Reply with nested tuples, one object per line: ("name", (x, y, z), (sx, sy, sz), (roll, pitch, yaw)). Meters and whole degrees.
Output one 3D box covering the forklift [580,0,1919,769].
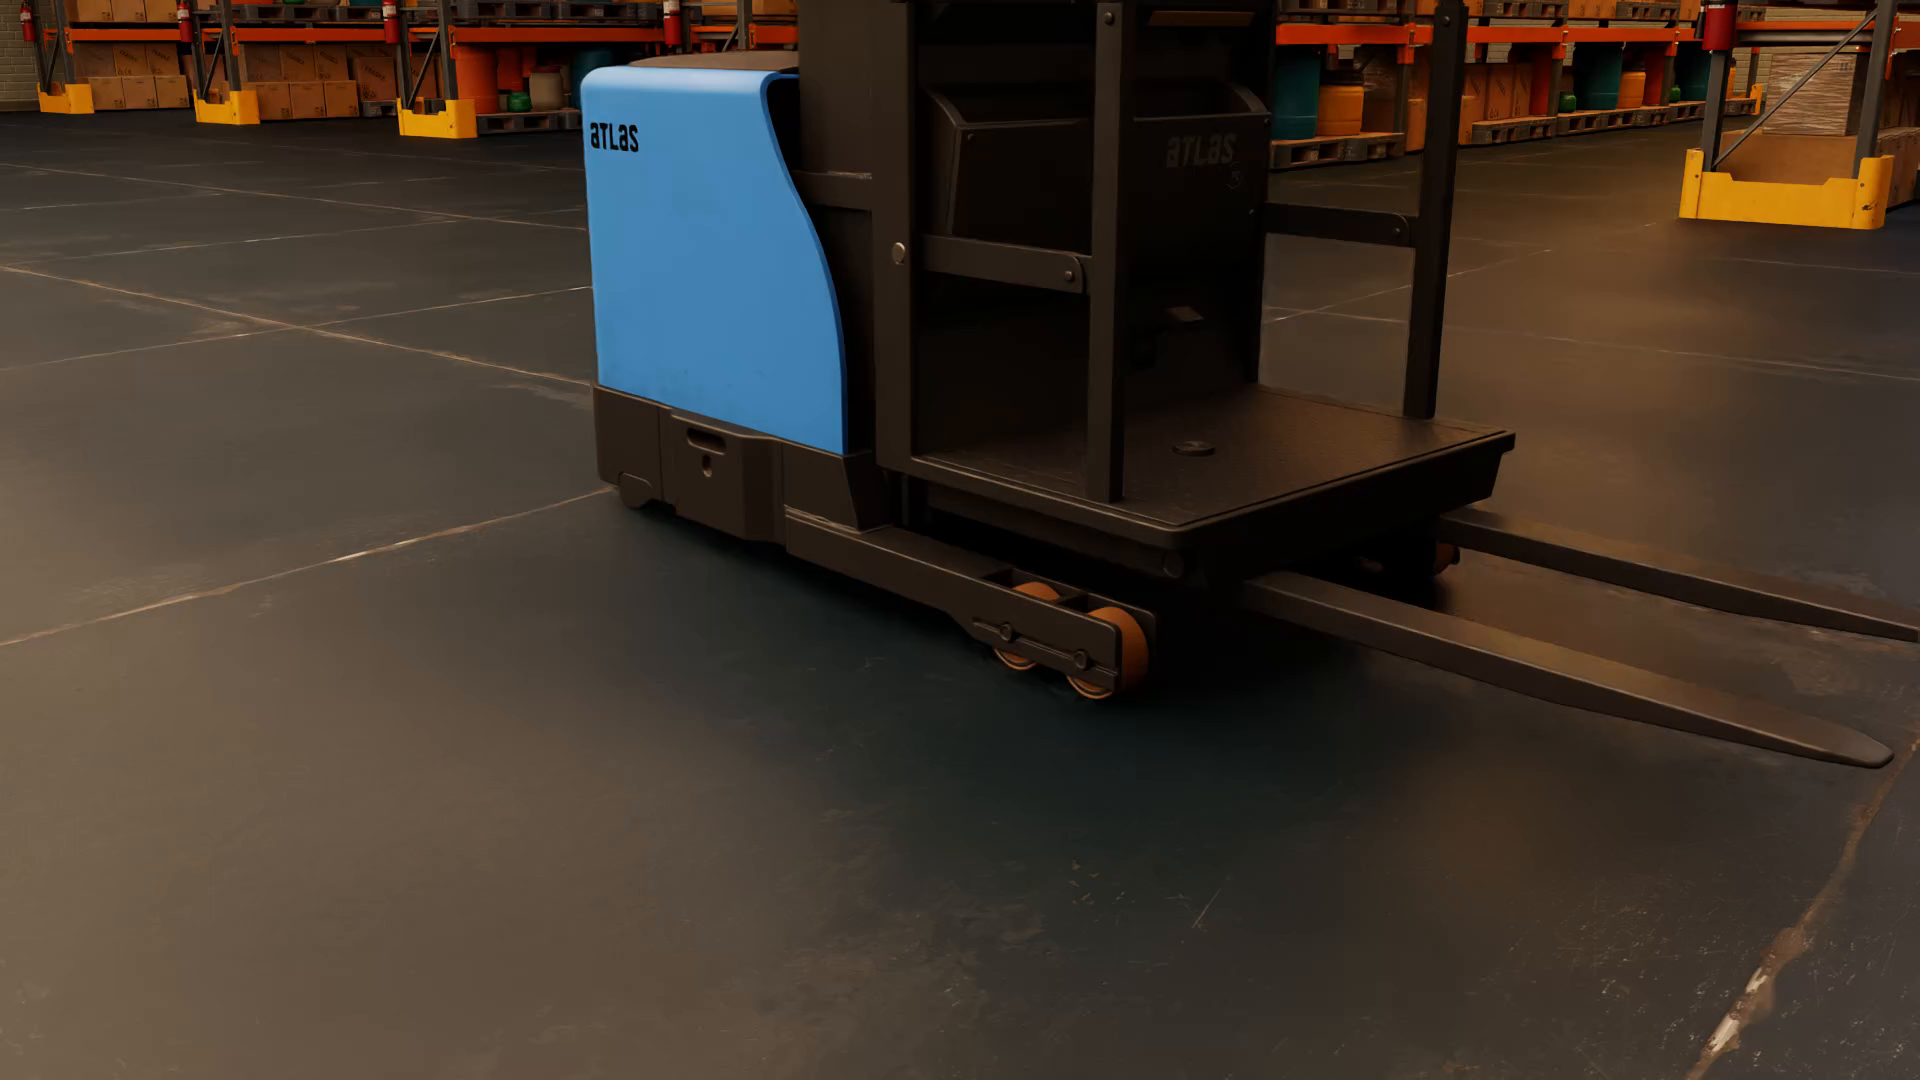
("forklift", (0.440, -1.282, 3.118), (1.130, 2.935, 3.031), (-15, 22, -40))
